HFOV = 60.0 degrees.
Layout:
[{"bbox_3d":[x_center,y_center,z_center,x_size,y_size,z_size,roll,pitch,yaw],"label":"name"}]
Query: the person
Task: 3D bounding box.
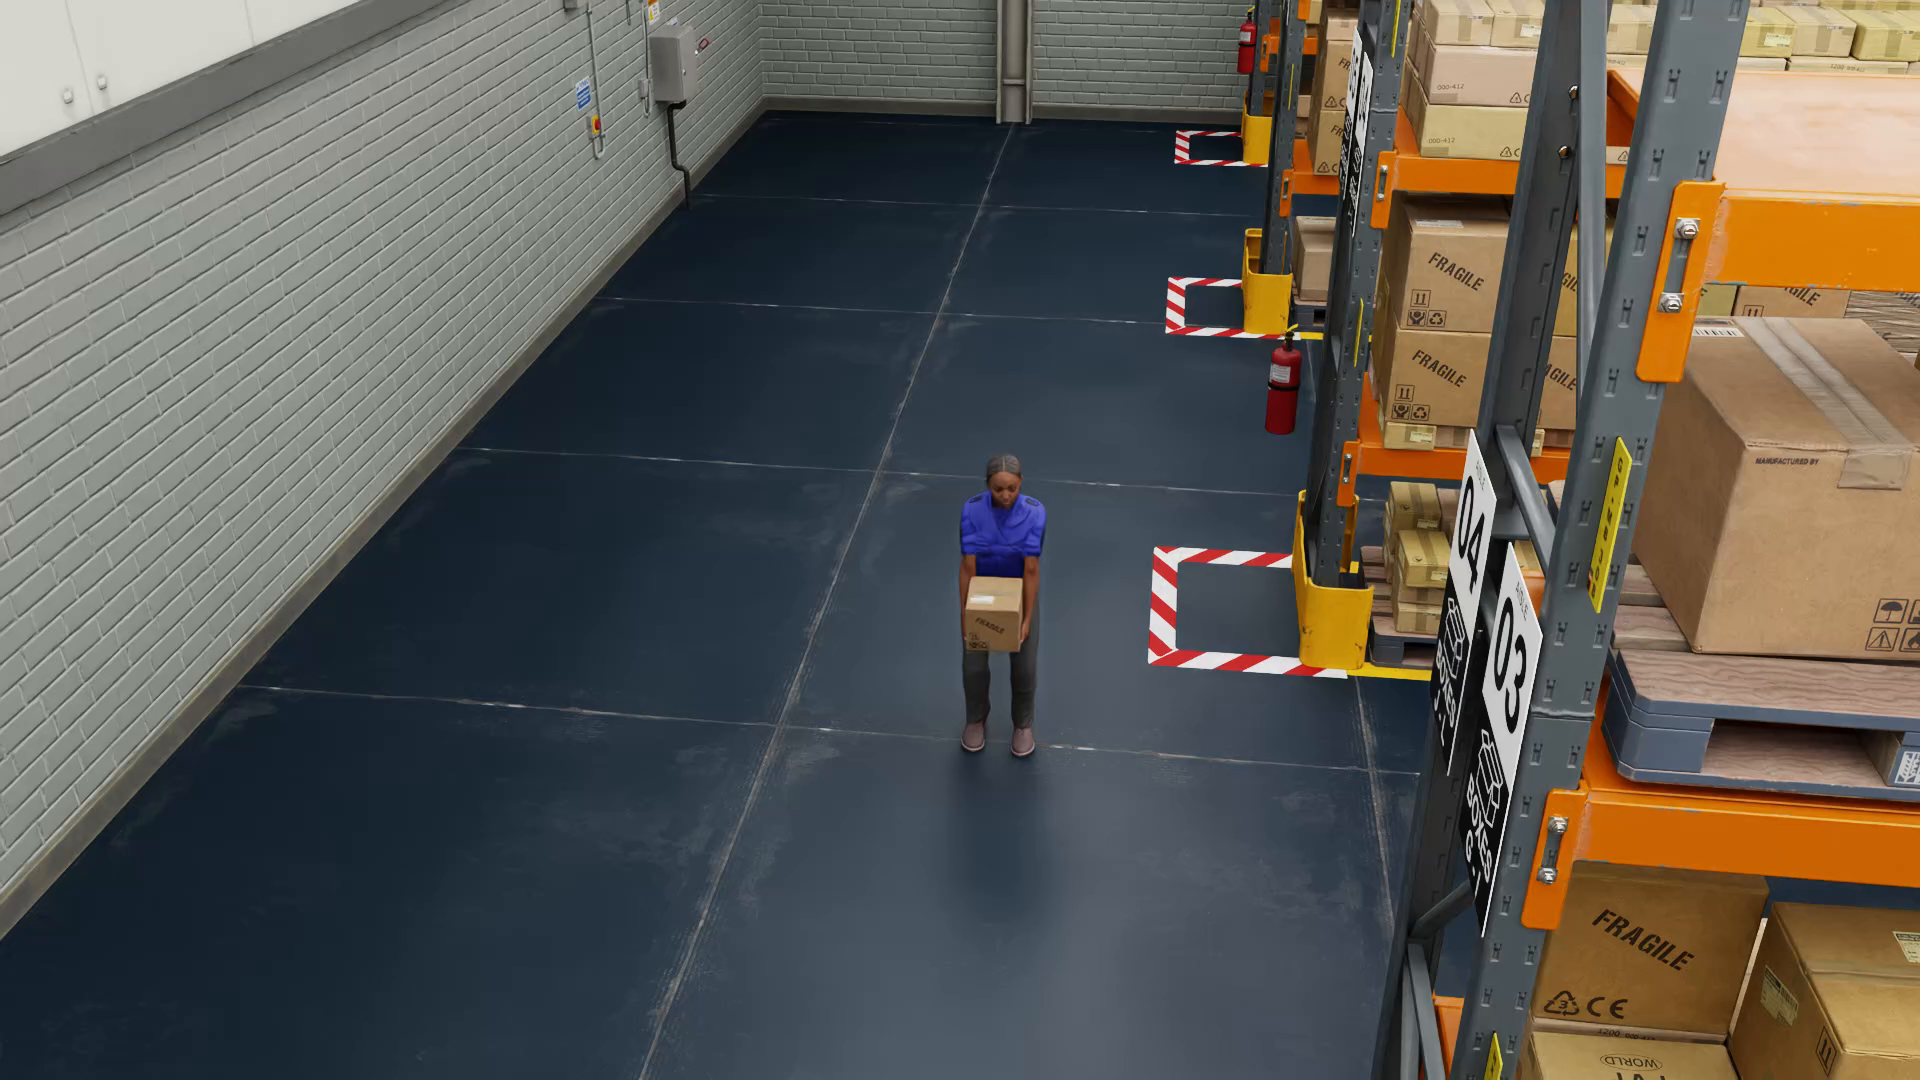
[{"bbox_3d":[0.198,0.332,8.040,0.412,1.647,0.529,3,29,5],"label":"person"}]
